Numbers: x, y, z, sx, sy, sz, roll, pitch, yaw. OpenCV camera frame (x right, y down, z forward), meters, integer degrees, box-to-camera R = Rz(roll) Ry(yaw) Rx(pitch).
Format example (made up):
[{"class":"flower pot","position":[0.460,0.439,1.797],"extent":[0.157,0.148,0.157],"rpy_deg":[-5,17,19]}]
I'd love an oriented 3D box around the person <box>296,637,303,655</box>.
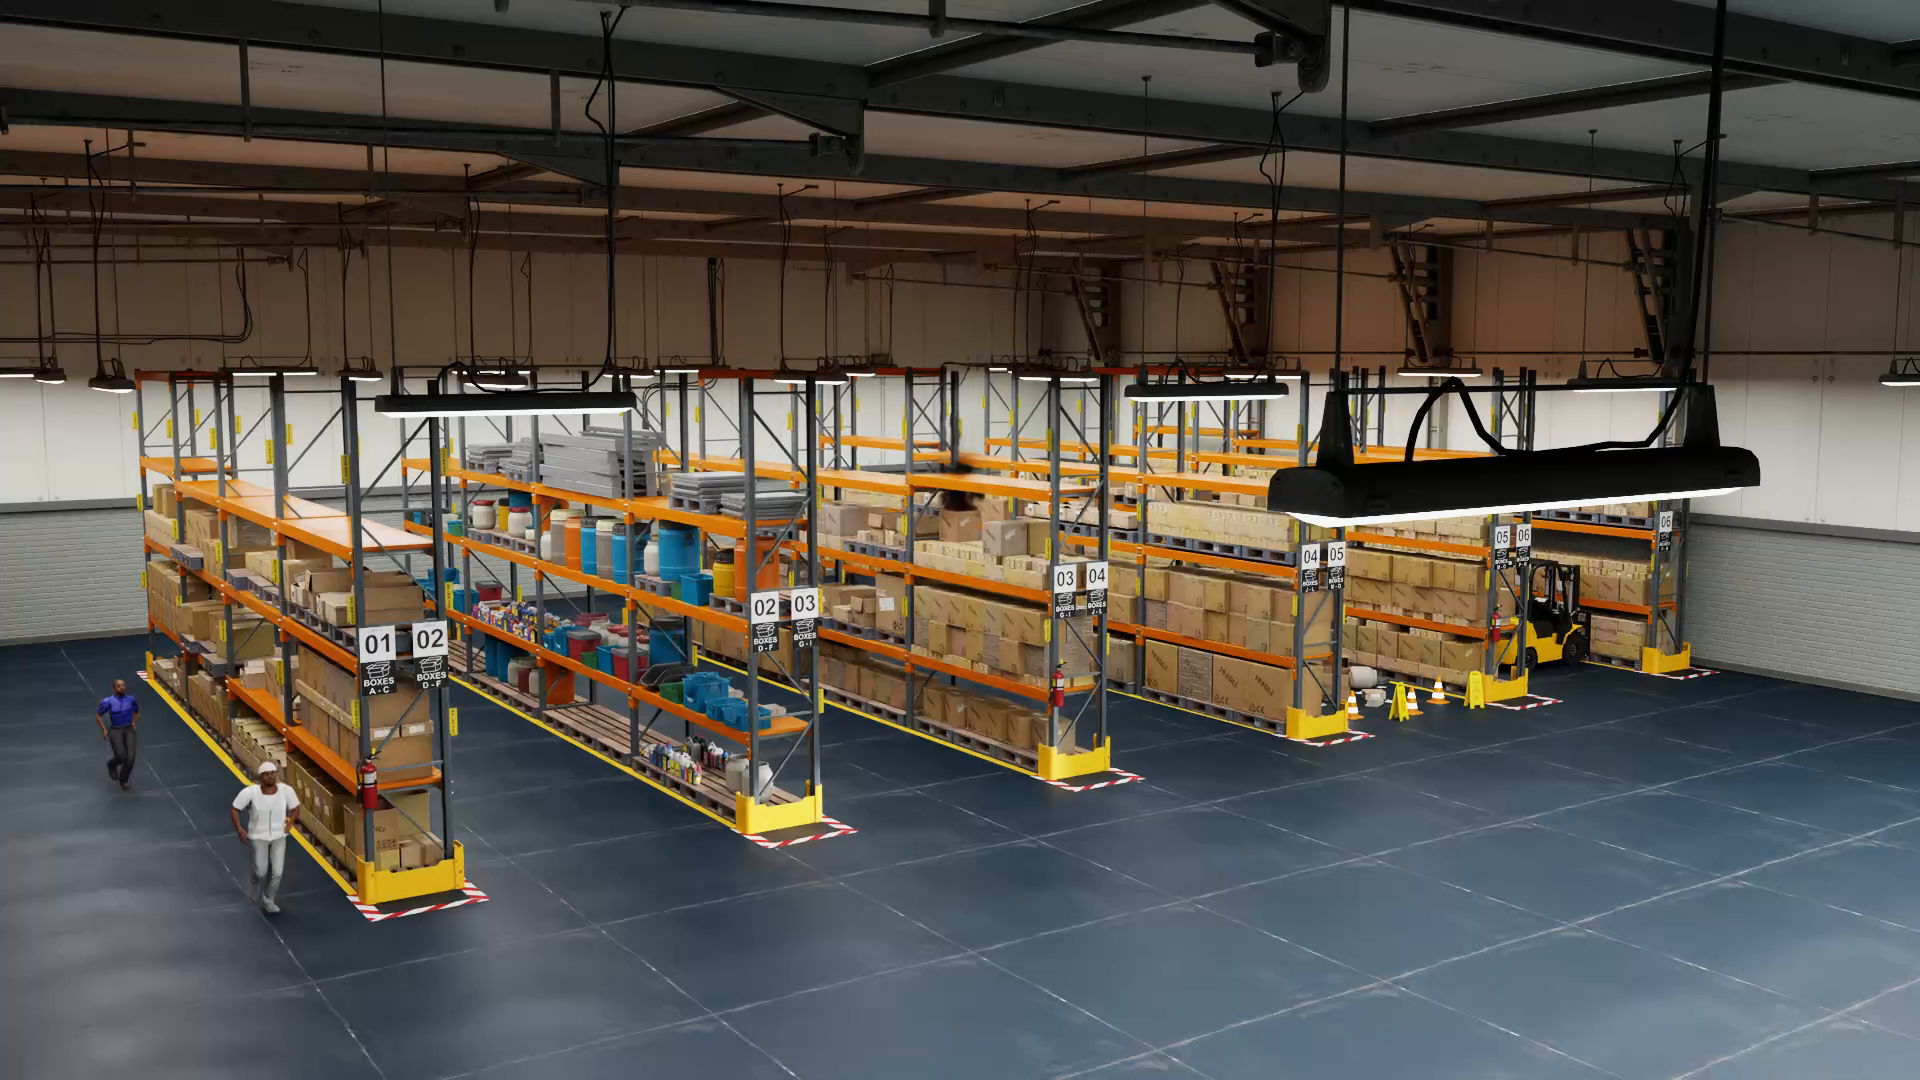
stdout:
[{"class":"person","position":[-12.850,1.822,32.382],"extent":[0.720,1.731,0.643],"rpy_deg":[-5,8,-39]}]

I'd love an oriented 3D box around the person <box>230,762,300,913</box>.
[{"class":"person","position":[-7.832,3.355,18.830],"extent":[0.732,1.720,0.568],"rpy_deg":[-4,8,-33]}]

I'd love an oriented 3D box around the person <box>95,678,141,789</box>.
[{"class":"person","position":[-12.180,2.816,24.163],"extent":[0.557,1.615,0.580],"rpy_deg":[6,9,44]}]

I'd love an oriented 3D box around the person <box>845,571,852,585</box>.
[{"class":"person","position":[-2.781,0.738,42.378],"extent":[0.621,1.698,0.669],"rpy_deg":[3,7,28]}]
